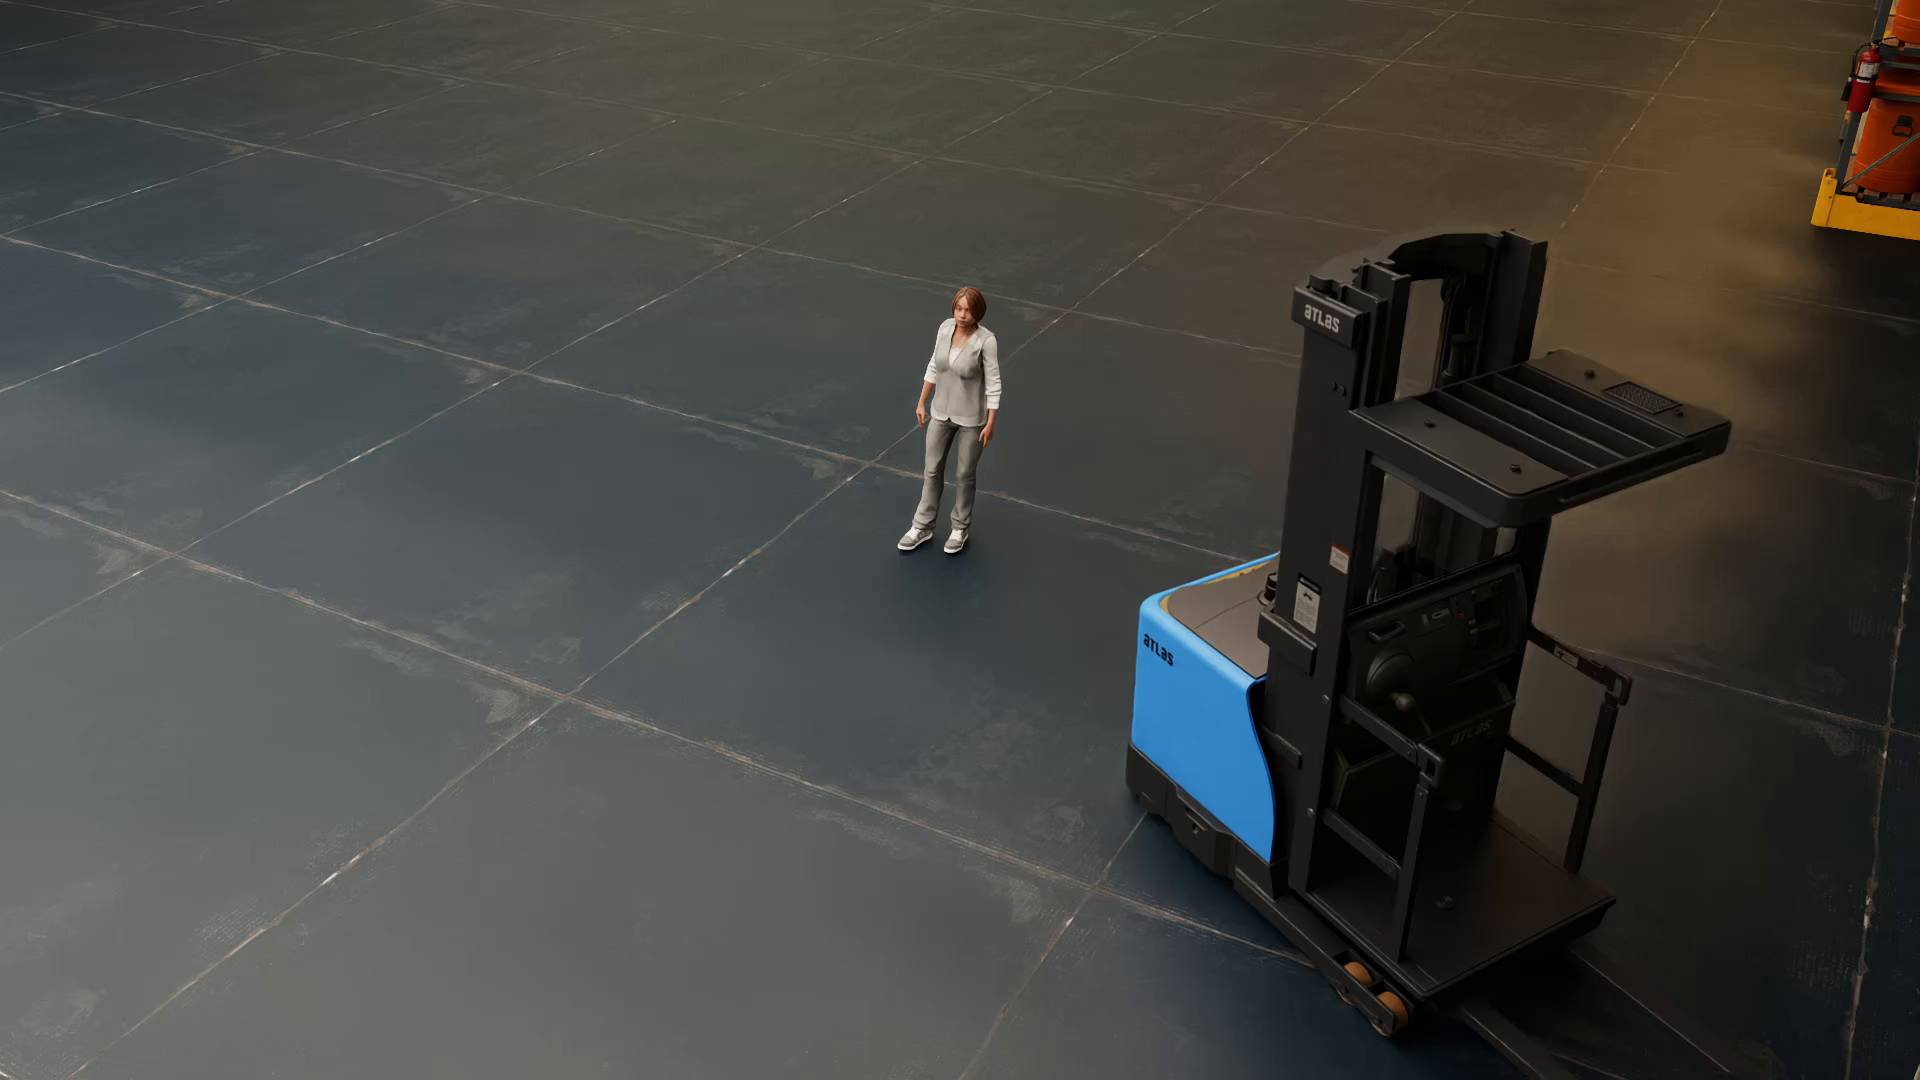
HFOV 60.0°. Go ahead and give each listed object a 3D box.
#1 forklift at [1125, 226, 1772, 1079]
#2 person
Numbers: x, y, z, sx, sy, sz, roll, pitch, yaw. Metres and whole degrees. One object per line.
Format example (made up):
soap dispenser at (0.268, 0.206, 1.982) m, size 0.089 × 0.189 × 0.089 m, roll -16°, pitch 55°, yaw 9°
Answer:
forklift at (1.977, 0.427, 6.330) m, size 1.130 × 2.935 × 3.031 m, roll -17°, pitch 34°, yaw -27°
person at (-0.048, -0.668, 9.549) m, size 0.521 × 1.599 × 0.473 m, roll 15°, pitch 33°, yaw 25°
